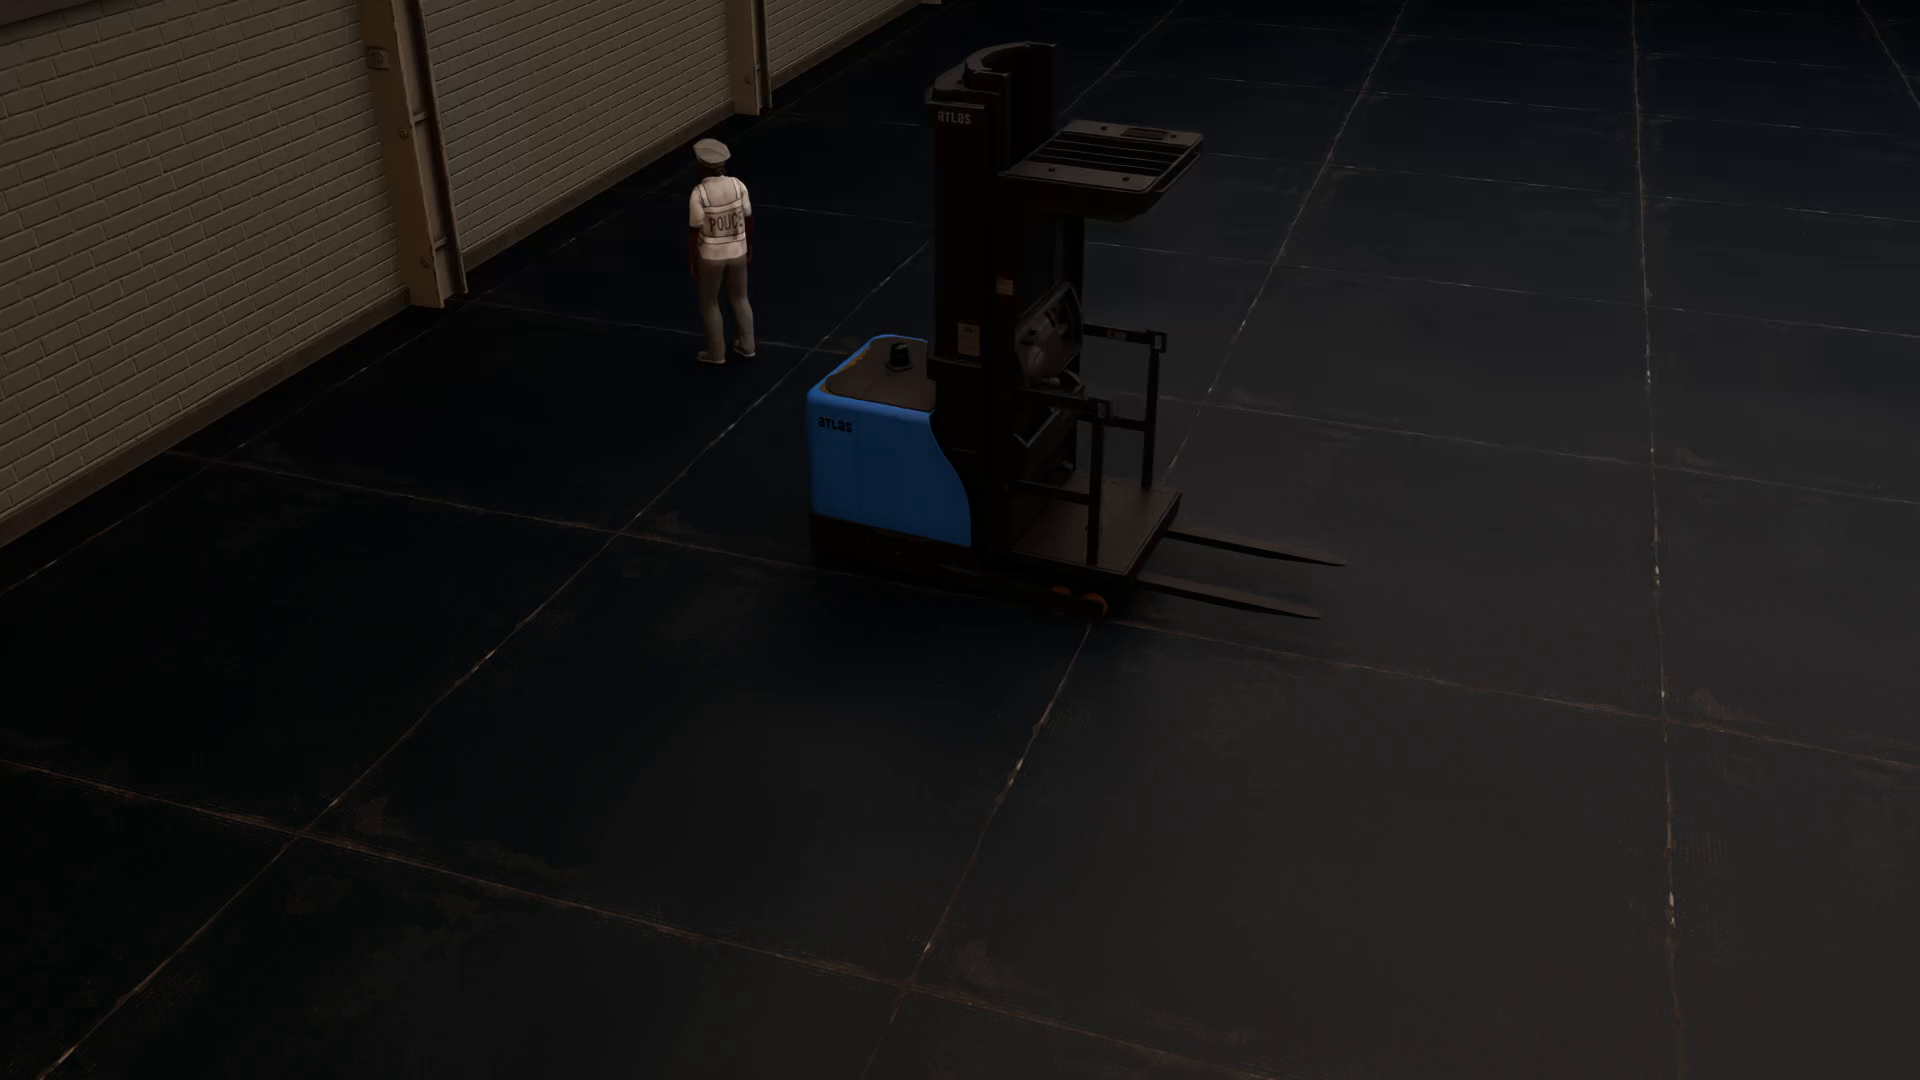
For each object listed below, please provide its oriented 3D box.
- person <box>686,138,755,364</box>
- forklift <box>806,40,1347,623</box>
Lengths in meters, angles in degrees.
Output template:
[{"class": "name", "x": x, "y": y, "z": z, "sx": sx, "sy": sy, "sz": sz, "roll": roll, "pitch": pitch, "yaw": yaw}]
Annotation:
[{"class": "person", "x": -1.747, "y": -2.070, "z": 12.033, "sx": 0.535, "sy": 1.709, "sz": 0.459, "roll": -17, "pitch": 34, "yaw": -27}, {"class": "forklift", "x": 0.677, "y": -1.108, "z": 9.080, "sx": 3.031, "sy": 2.935, "sz": 1.130, "roll": 12, "pitch": 32, "yaw": 20}]
